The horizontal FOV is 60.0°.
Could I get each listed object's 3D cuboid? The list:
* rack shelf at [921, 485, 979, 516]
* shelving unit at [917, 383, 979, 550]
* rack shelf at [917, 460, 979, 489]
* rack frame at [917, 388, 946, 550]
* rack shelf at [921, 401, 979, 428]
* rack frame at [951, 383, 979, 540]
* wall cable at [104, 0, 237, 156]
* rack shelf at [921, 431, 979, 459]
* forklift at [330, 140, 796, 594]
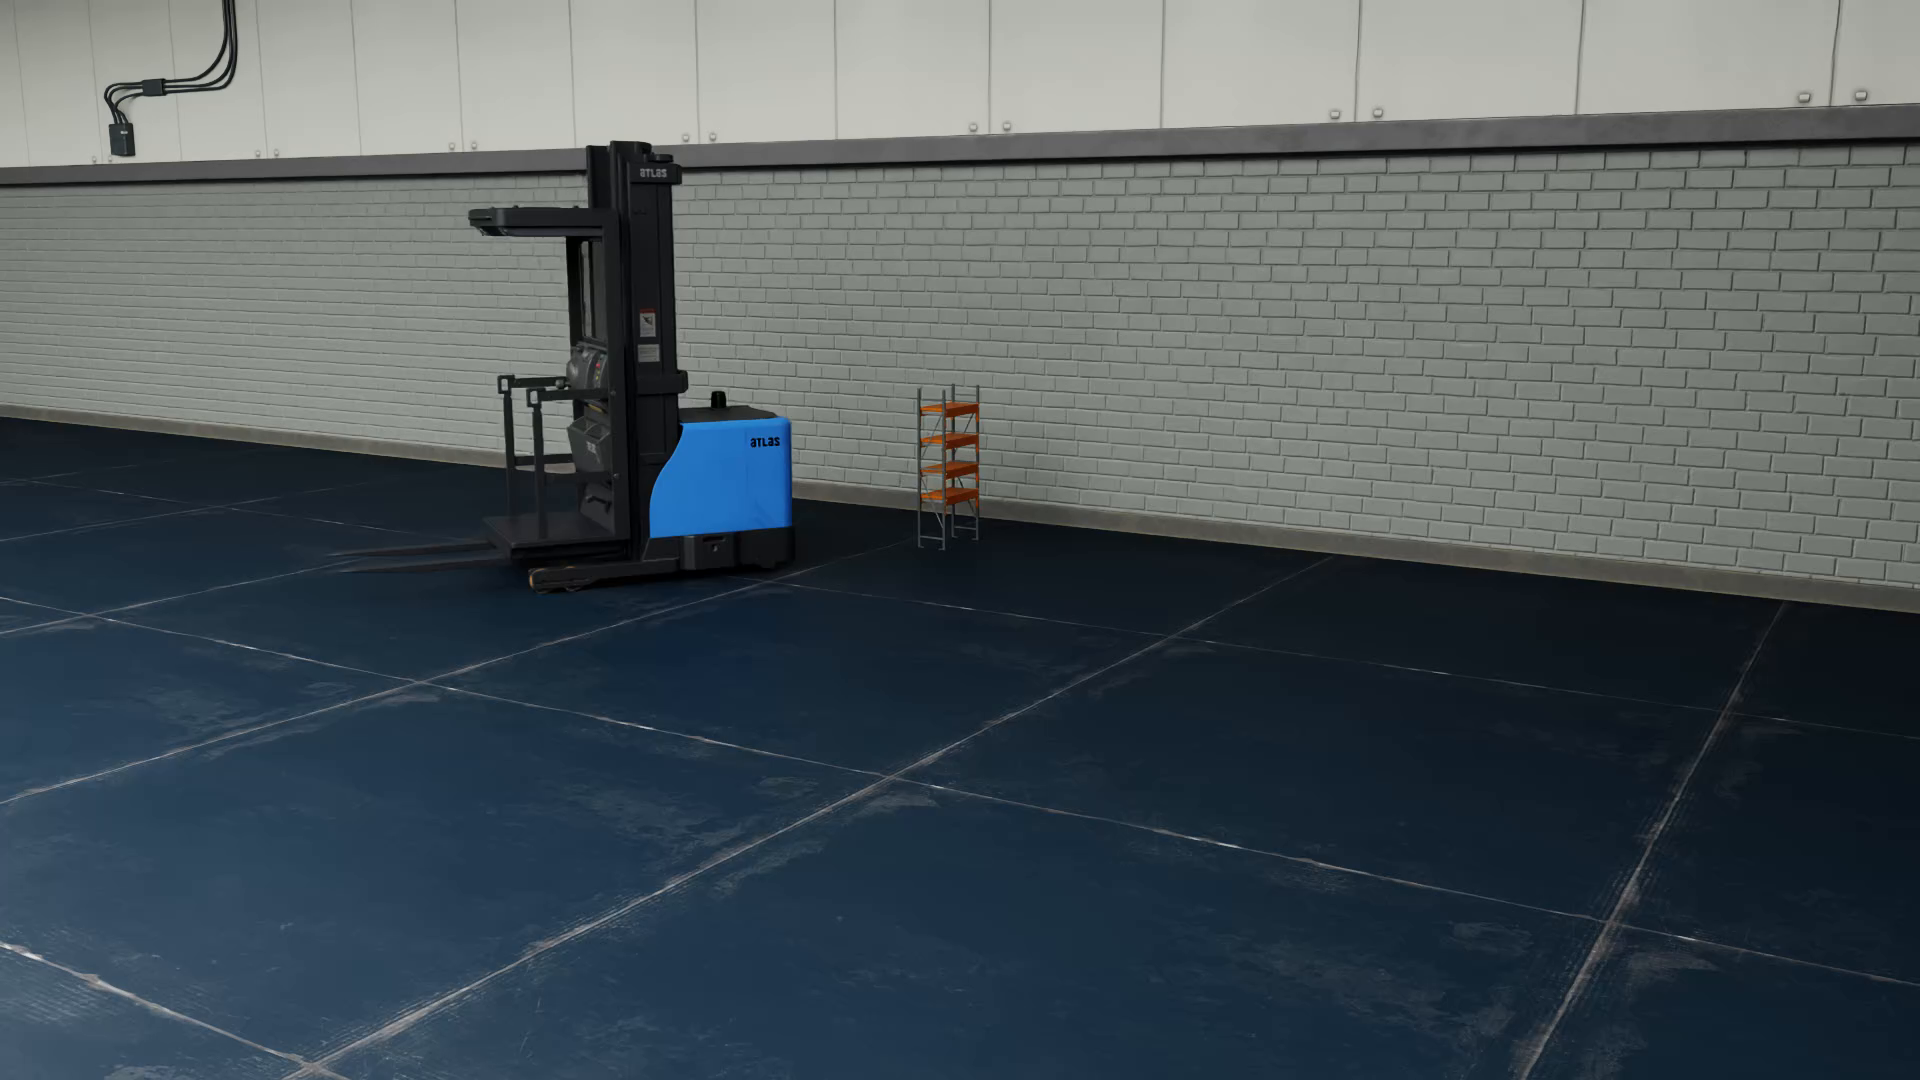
[{"bbox_3d":[-0.086,-0.302,12.668,0.258,0.148,0.480,6,12,31],"label":"rack shelf"},{"bbox_3d":[-0.086,-0.564,12.619,0.258,1.200,0.503,6,12,31],"label":"shelving unit"},{"bbox_3d":[-0.086,-0.498,12.632,0.258,0.148,0.480,6,12,31],"label":"rack shelf"},{"bbox_3d":[-0.213,-0.525,12.414,0.240,1.200,0.015,6,12,31],"label":"rack frame"},{"bbox_3d":[-0.086,-0.950,12.547,0.258,0.148,0.480,6,12,31],"label":"rack shelf"},{"bbox_3d":[0.041,-0.602,12.824,0.240,1.200,0.015,6,12,31],"label":"rack frame"},{"bbox_3d":[-8.770,-7.275,18.034,2.305,6.003,0.169,6,12,31],"label":"wall cable"},{"bbox_3d":[-0.086,-0.717,12.590,0.258,0.148,0.480,6,12,31],"label":"rack shelf"},{"bbox_3d":[-2.722,-1.196,11.294,3.031,2.935,1.130,-5,12,-25],"label":"forklift"}]
